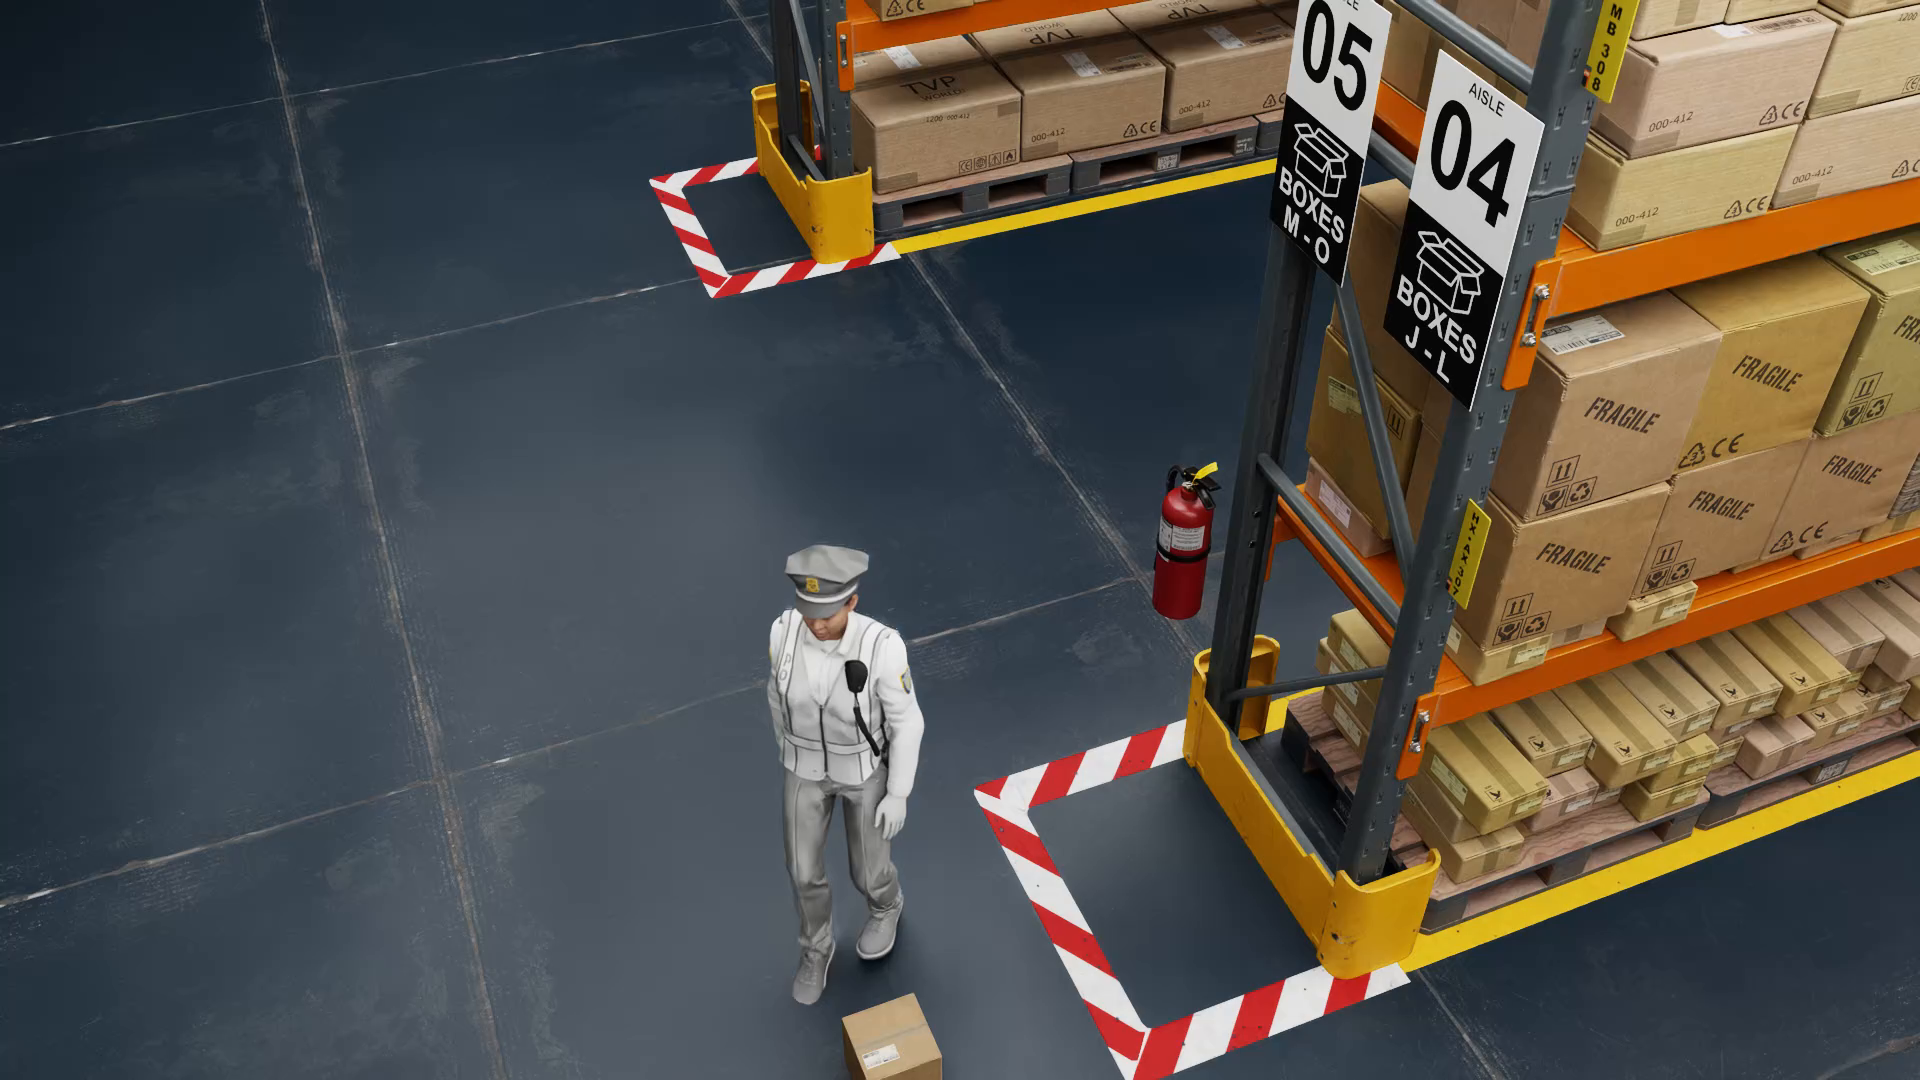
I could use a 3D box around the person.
[{"bbox_3d":[-0.393,0.801,5.292,0.536,1.741,0.602,8,43,9],"label":"person"}]
